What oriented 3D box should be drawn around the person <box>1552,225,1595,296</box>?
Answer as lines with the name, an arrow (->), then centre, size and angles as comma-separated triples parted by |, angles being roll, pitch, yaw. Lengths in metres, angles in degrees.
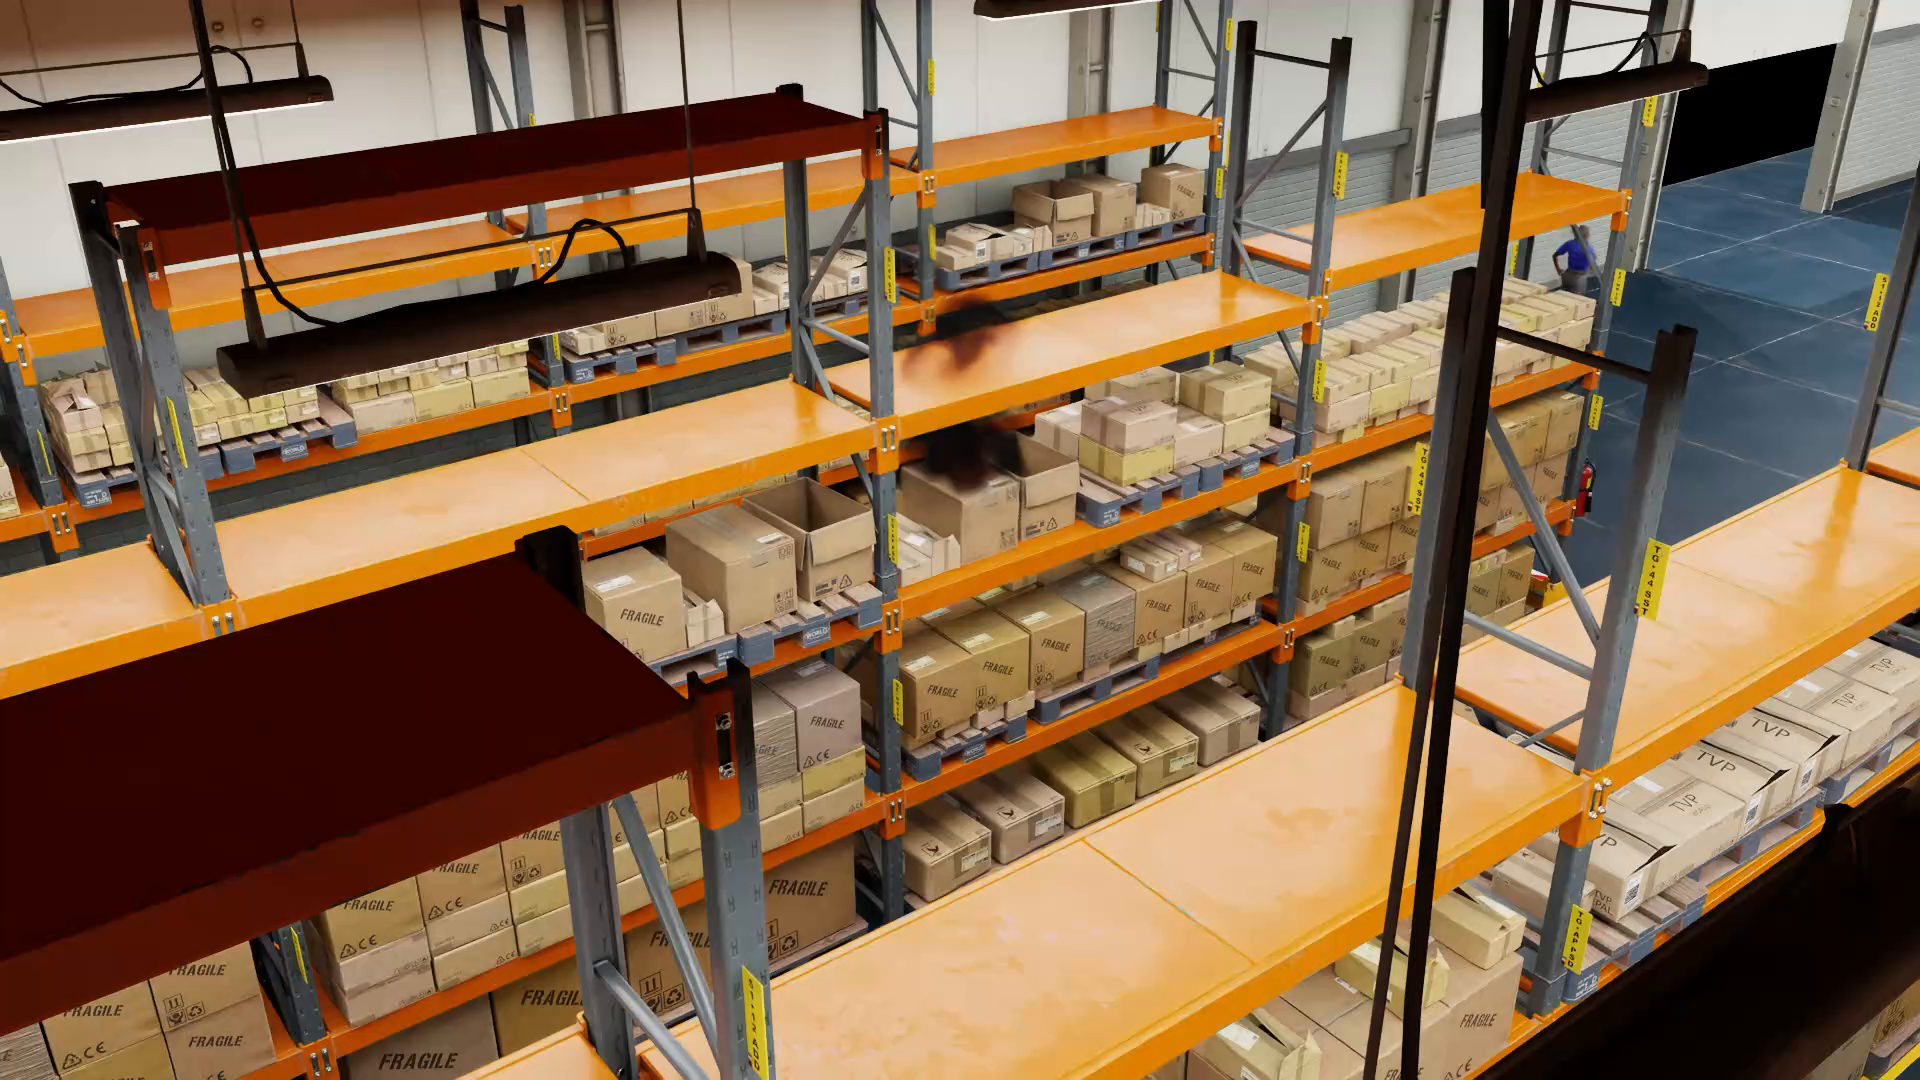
person -> 8.866, -3.747, 23.921 | 0.537, 1.624, 0.624 | -17, 31, -31
